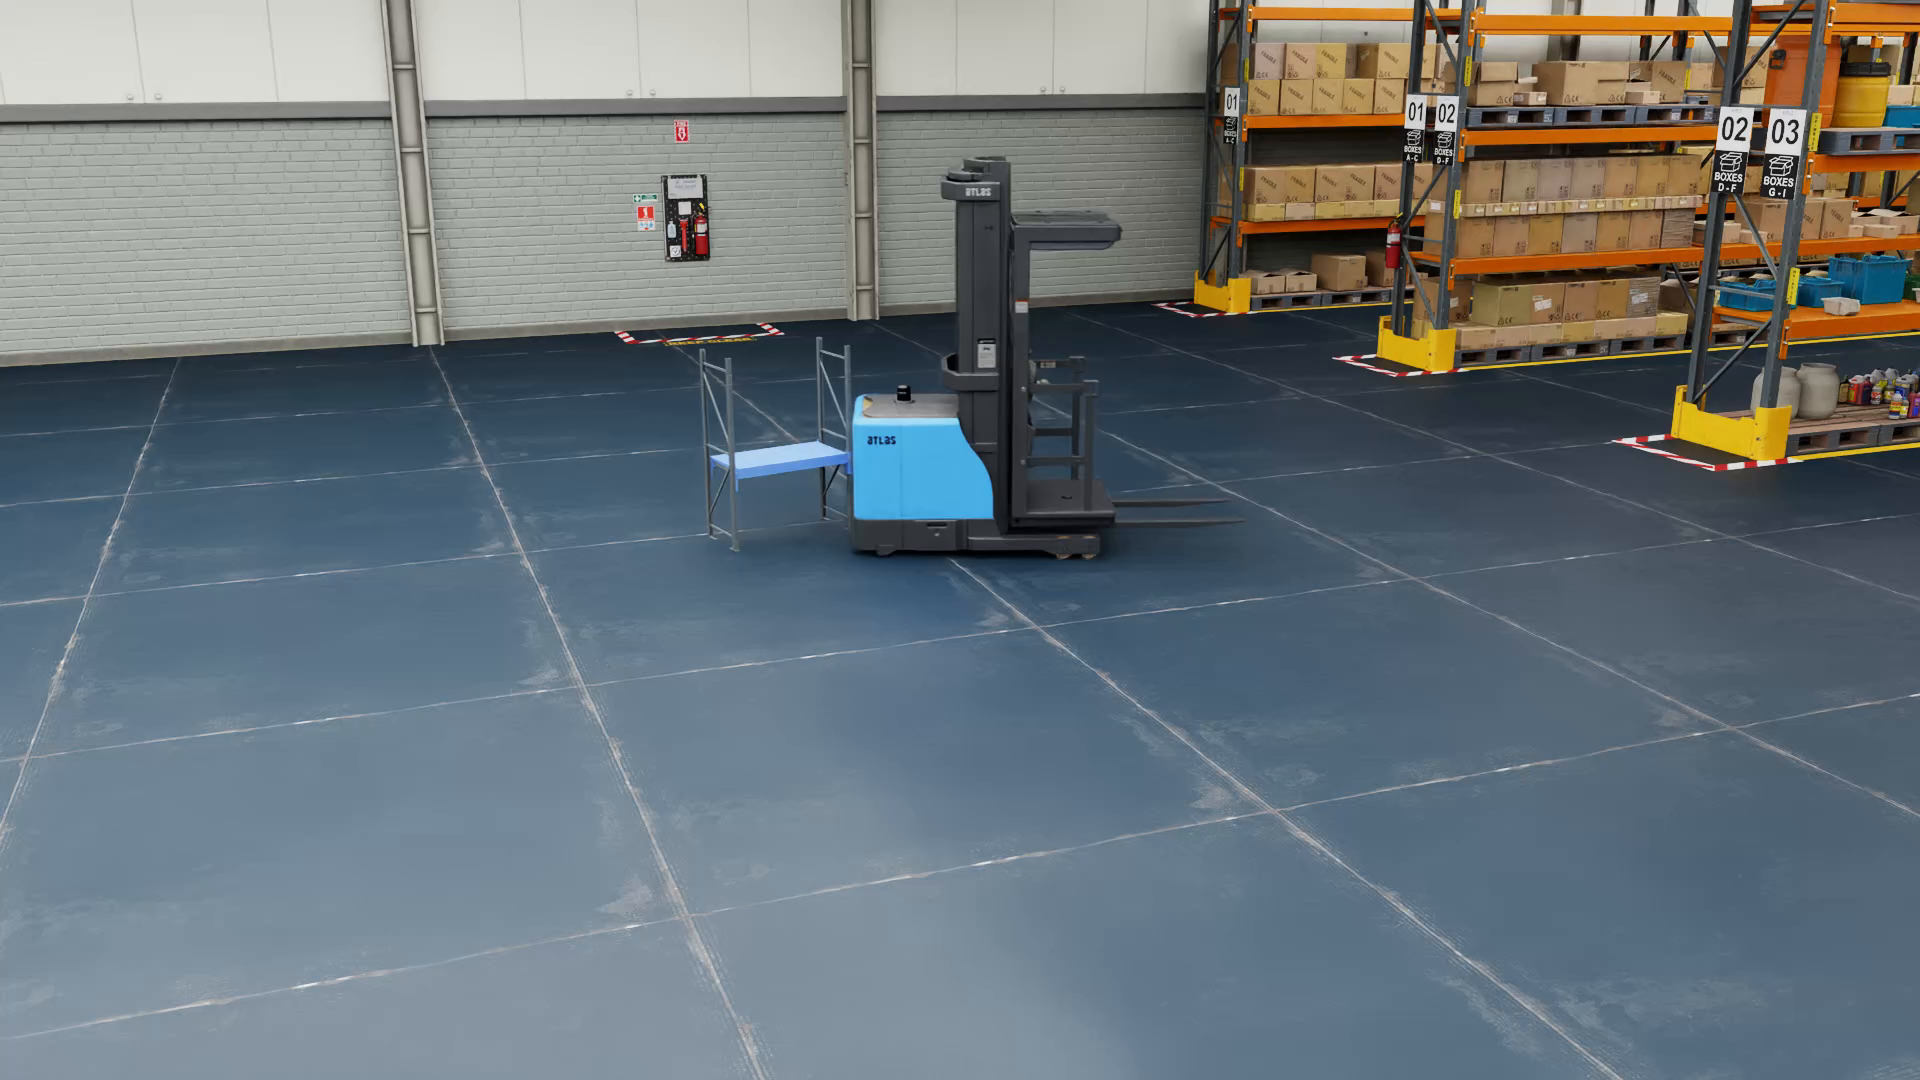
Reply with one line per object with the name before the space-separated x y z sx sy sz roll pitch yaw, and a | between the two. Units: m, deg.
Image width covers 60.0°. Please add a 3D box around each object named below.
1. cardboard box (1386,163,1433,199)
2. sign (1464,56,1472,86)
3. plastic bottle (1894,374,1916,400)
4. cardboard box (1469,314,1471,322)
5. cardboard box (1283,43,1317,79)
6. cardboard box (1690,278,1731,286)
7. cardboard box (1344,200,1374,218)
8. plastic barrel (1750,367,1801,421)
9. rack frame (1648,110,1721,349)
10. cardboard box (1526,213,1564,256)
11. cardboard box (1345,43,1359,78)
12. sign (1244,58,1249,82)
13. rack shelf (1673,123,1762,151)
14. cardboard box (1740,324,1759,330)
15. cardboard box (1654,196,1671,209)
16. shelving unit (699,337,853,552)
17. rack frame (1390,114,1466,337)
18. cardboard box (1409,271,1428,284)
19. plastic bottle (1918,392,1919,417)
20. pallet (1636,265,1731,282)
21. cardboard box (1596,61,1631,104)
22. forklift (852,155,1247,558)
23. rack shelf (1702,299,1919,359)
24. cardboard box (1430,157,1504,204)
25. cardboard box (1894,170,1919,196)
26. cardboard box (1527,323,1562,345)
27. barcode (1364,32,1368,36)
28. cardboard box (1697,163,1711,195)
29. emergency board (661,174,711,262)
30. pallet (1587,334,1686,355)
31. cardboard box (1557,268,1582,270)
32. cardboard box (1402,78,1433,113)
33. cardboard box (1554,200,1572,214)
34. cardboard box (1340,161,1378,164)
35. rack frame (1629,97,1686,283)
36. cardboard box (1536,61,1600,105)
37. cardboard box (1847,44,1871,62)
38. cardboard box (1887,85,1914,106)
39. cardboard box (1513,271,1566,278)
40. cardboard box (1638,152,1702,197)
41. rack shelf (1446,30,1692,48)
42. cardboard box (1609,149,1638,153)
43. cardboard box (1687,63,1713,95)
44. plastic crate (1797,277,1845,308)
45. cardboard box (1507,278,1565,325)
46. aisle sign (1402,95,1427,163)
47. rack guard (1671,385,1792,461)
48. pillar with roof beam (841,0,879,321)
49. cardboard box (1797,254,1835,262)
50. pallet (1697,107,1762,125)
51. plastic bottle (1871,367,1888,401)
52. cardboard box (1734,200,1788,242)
cardboard box | 6.802 -5.455 25.251 0.500 0.500 0.500 -6 17 -20
sign | 5.831 -5.382 19.087 0.005 0.325 0.100 -6 17 -20
plastic bottle | 9.743 -1.566 17.159 0.135 0.276 0.152 -6 17 -20
cardboard box | 6.496 -2.700 21.103 0.500 0.250 0.500 -6 17 -20
cardboard box | 4.795 -6.924 24.042 0.500 0.500 0.500 -6 18 -21
cardboard box | 10.132 -3.357 22.346 0.500 0.311 0.500 -6 17 -19
cardboard box | 5.862 -4.995 25.014 0.500 0.250 0.500 -6 17 -20
plastic barrel | 7.994 -1.423 16.290 0.421 0.512 0.421 0 16 0
rack frame | 9.373 -4.035 21.517 0.127 3.000 1.000 -6 17 -20
cardboard box | 7.033 -3.827 20.628 0.500 0.500 0.700 -6 17 -20
cardboard box | 5.617 -7.174 24.895 0.500 0.500 0.500 -6 17 -20
sign | 4.056 -6.651 23.549 0.005 0.325 0.100 -6 17 -20
rack shelf | 11.241 -5.331 21.882 4.000 0.370 1.077 -6 17 -20
cardboard box | 10.316 -2.944 21.936 0.500 0.250 0.500 -6 17 -19
cardboard box | 8.721 -4.259 20.951 0.250 0.149 0.380 -7 18 -22
shelving unit | -1.426 -0.766 13.046 1.048 1.500 0.538 -10 19 -32
rack frame | 5.638 -3.632 20.143 0.127 3.000 1.000 -6 17 -20
cardboard box | 7.108 -4.128 26.080 0.250 0.166 0.380 -9 18 -27
plastic bottle | 9.531 -1.366 16.488 0.097 0.271 0.097 0 16 0
pallet | 12.095 -4.463 27.923 1.213 0.211 1.003 -6 17 -20
cardboard box | 7.790 -5.660 20.548 0.637 0.503 0.797 -4 17 -14
forklift | 0.684 -1.419 12.730 3.031 2.935 1.130 -1 16 -2
rack shelf | 9.274 -2.185 16.492 4.000 0.370 1.077 -6 17 -20
cardboard box | 6.128 -4.352 20.114 0.500 0.500 0.700 -6 17 -20
cardboard box | 16.263 -6.412 29.075 0.700 0.700 0.980 -7 18 -21
cardboard box | 7.151 -2.612 20.803 0.500 0.250 0.500 -6 17 -20
barcode | 6.145 -7.662 25.171 0.075 0.075 0.001 -6 17 -20
cardboard box | 11.877 -5.924 27.206 0.500 0.500 0.500 -6 17 -18
emergency board | -3.718 -4.389 22.722 0.643 1.169 0.194 -6 17 -20
pallet | 8.615 -2.628 21.674 1.213 0.211 1.003 -6 17 -20
cardboard box | 9.702 -4.588 27.055 0.500 0.500 0.700 -6 17 -20
cardboard box | 6.737 -6.672 24.957 0.500 0.500 0.500 -8 18 -25
cardboard box | 7.283 -4.105 20.424 0.250 0.149 0.380 -6 18 -21
cardboard box | 6.132 -5.544 25.552 0.500 0.500 0.500 -6 17 -19
rack frame | 11.332 -5.742 27.327 0.127 3.000 1.000 -6 17 -20
cardboard box | 7.286 -5.484 19.953 0.500 0.500 0.500 -6 17 -20
cardboard box | 15.636 -8.253 28.569 0.500 0.500 0.500 -6 18 -20
cardboard box | 12.222 -5.889 22.027 0.500 0.250 0.500 -6 17 -19
cardboard box | 7.428 -3.161 21.344 0.500 0.500 0.500 -6 17 -20
cardboard box | 8.961 -4.660 21.162 0.500 0.500 0.700 -6 17 -20
rack shelf | 9.465 -7.881 25.953 4.000 0.370 1.077 -6 17 -20
cardboard box | 10.726 -6.233 26.891 0.250 0.149 0.380 -9 19 -29
cardboard box | 11.756 -7.503 27.043 0.500 0.500 0.700 -8 18 -24
plastic crate | 8.376 -2.450 16.383 0.408 0.251 0.499 -6 17 -20
cardboard box | 7.147 -2.974 20.707 0.500 0.500 0.500 -6 17 -20
aisle sign | 5.471 -4.950 20.018 0.004 0.787 0.394 -6 17 -20
rack guard | 7.461 -1.149 16.125 0.348 0.500 1.175 -6 17 -20
pillar with roof beam | 0.144 -6.374 18.833 0.400 9.000 9.100 -6 17 -20
cardboard box | 14.507 -5.215 28.604 0.750 0.750 0.750 -6 17 -19
pallet | 10.192 -5.475 21.435 1.217 0.209 0.805 -7 18 -22
plastic bottle | 9.493 -1.619 17.209 0.185 0.351 0.144 -5 17 -18
cardboard box | 10.588 -4.210 21.933 0.500 0.500 0.500 -5 17 -16
